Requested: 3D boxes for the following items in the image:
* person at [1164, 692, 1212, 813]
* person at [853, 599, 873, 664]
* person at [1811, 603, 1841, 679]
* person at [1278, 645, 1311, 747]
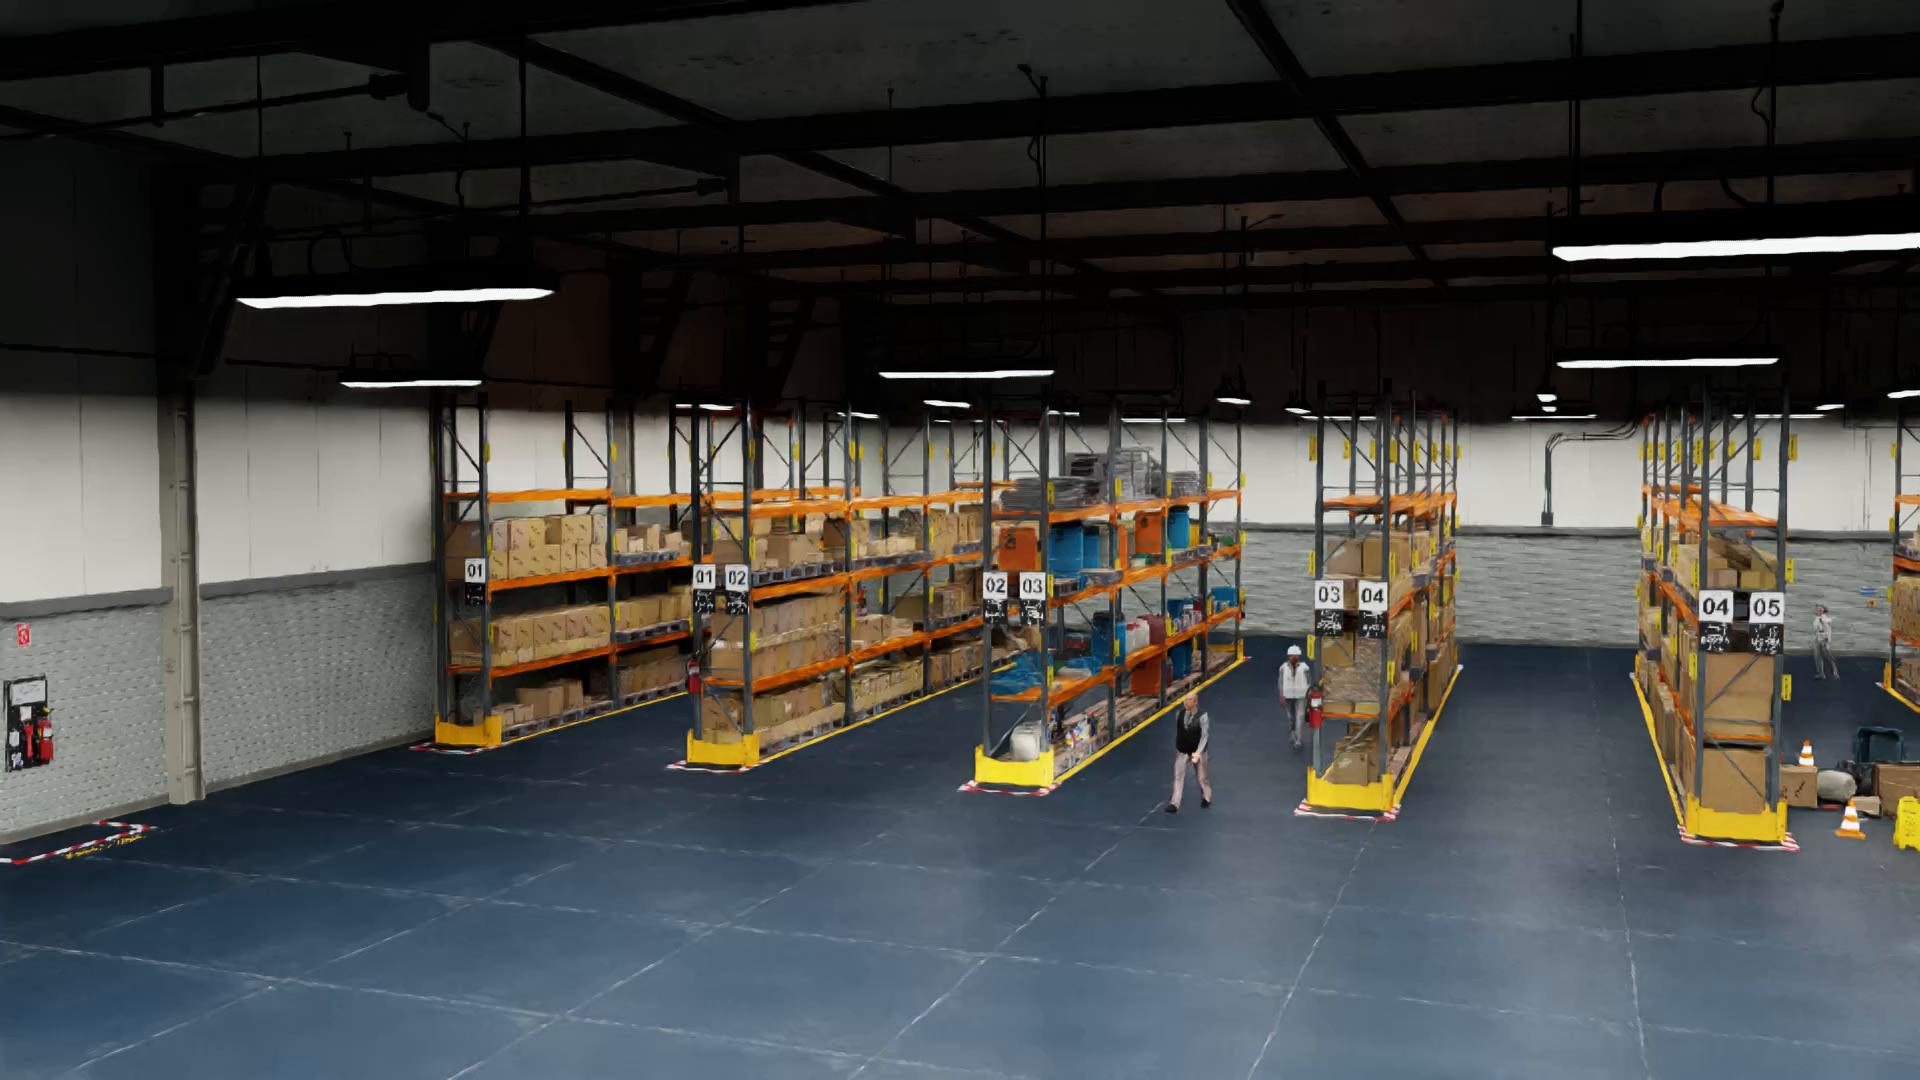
[{"bbox_3d":[3.213,2.934,23.071,0.539,1.662,1.031,2,3,28],"label":"person"},{"bbox_3d":[-2.311,2.148,39.307,0.416,1.509,1.034,1,3,18],"label":"person"},{"bbox_3d":[19.063,2.230,36.621,0.513,1.668,0.571,0,3,-9],"label":"person"},{"bbox_3d":[5.696,2.632,28.373,0.543,1.698,1.114,1,3,22],"label":"person"}]
